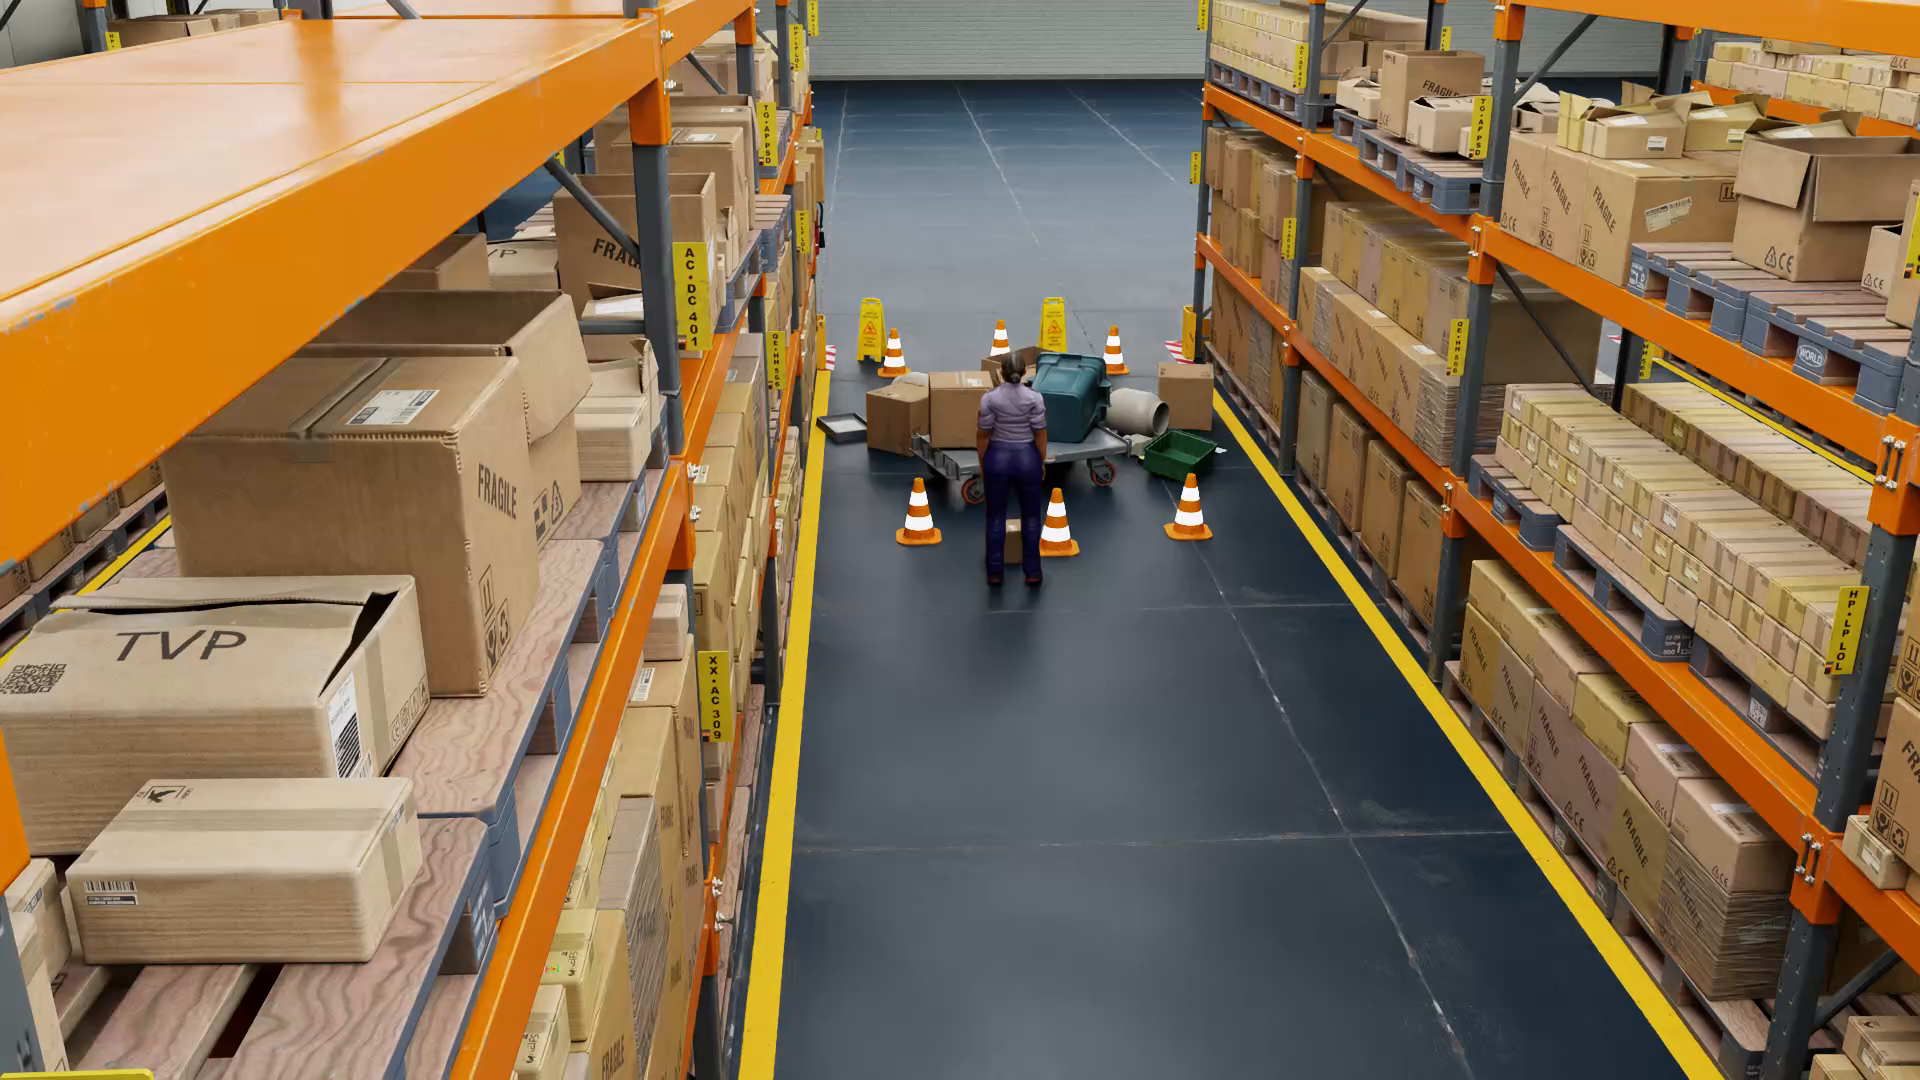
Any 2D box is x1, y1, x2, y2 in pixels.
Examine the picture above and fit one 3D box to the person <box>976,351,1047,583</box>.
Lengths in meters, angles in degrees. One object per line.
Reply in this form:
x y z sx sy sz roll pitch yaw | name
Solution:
0.351 -0.496 11.356 0.478 1.655 0.366 1 21 3 | person
